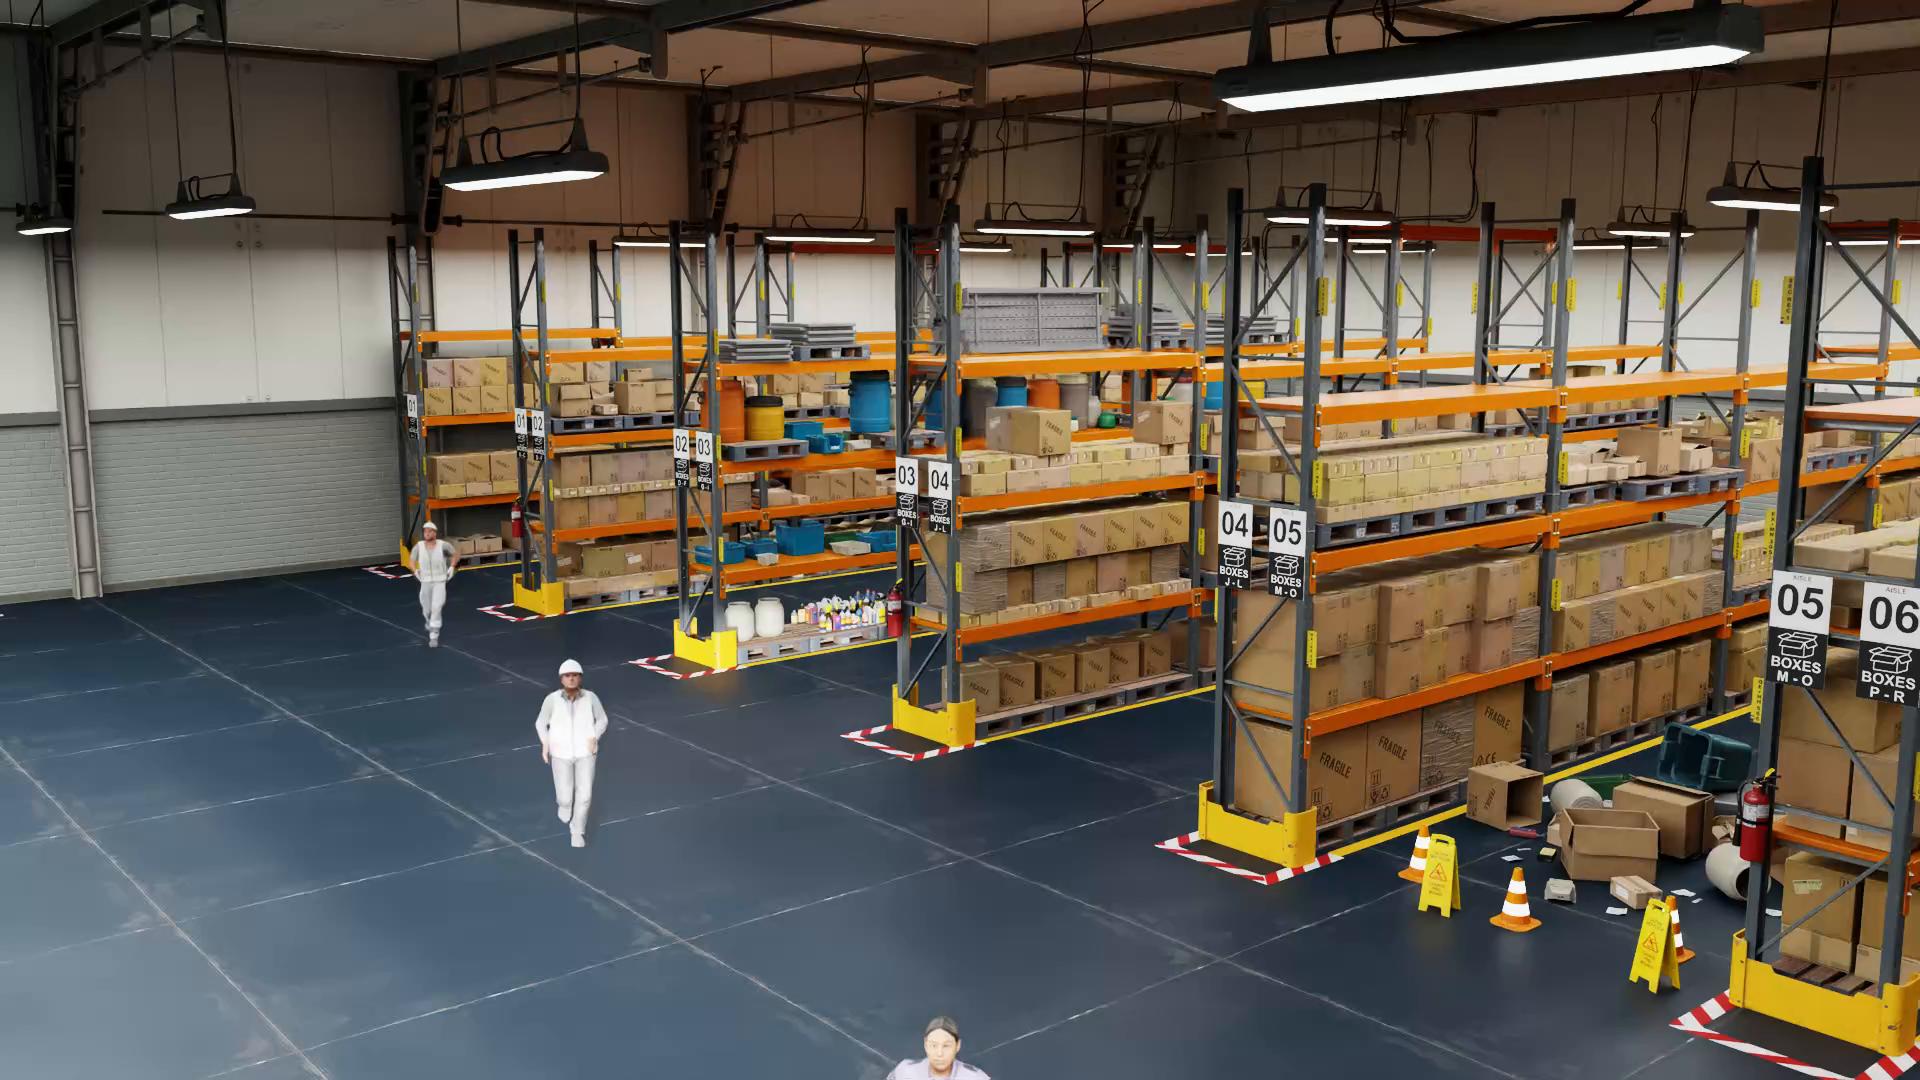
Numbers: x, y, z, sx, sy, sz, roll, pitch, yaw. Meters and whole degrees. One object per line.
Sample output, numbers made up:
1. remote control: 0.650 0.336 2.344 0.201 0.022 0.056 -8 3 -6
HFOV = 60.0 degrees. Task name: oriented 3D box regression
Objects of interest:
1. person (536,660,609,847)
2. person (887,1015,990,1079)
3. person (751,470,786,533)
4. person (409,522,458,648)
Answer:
1. person: -3.591 1.962 15.451 0.659 1.729 0.586 -2 9 -15
2. person: -0.092 3.126 8.100 0.594 1.665 0.878 0 9 2
3. person: -3.651 -0.496 31.225 0.863 1.843 0.684 -7 11 -40
4. person: -7.609 0.613 24.065 0.664 1.781 0.886 -1 9 -9
